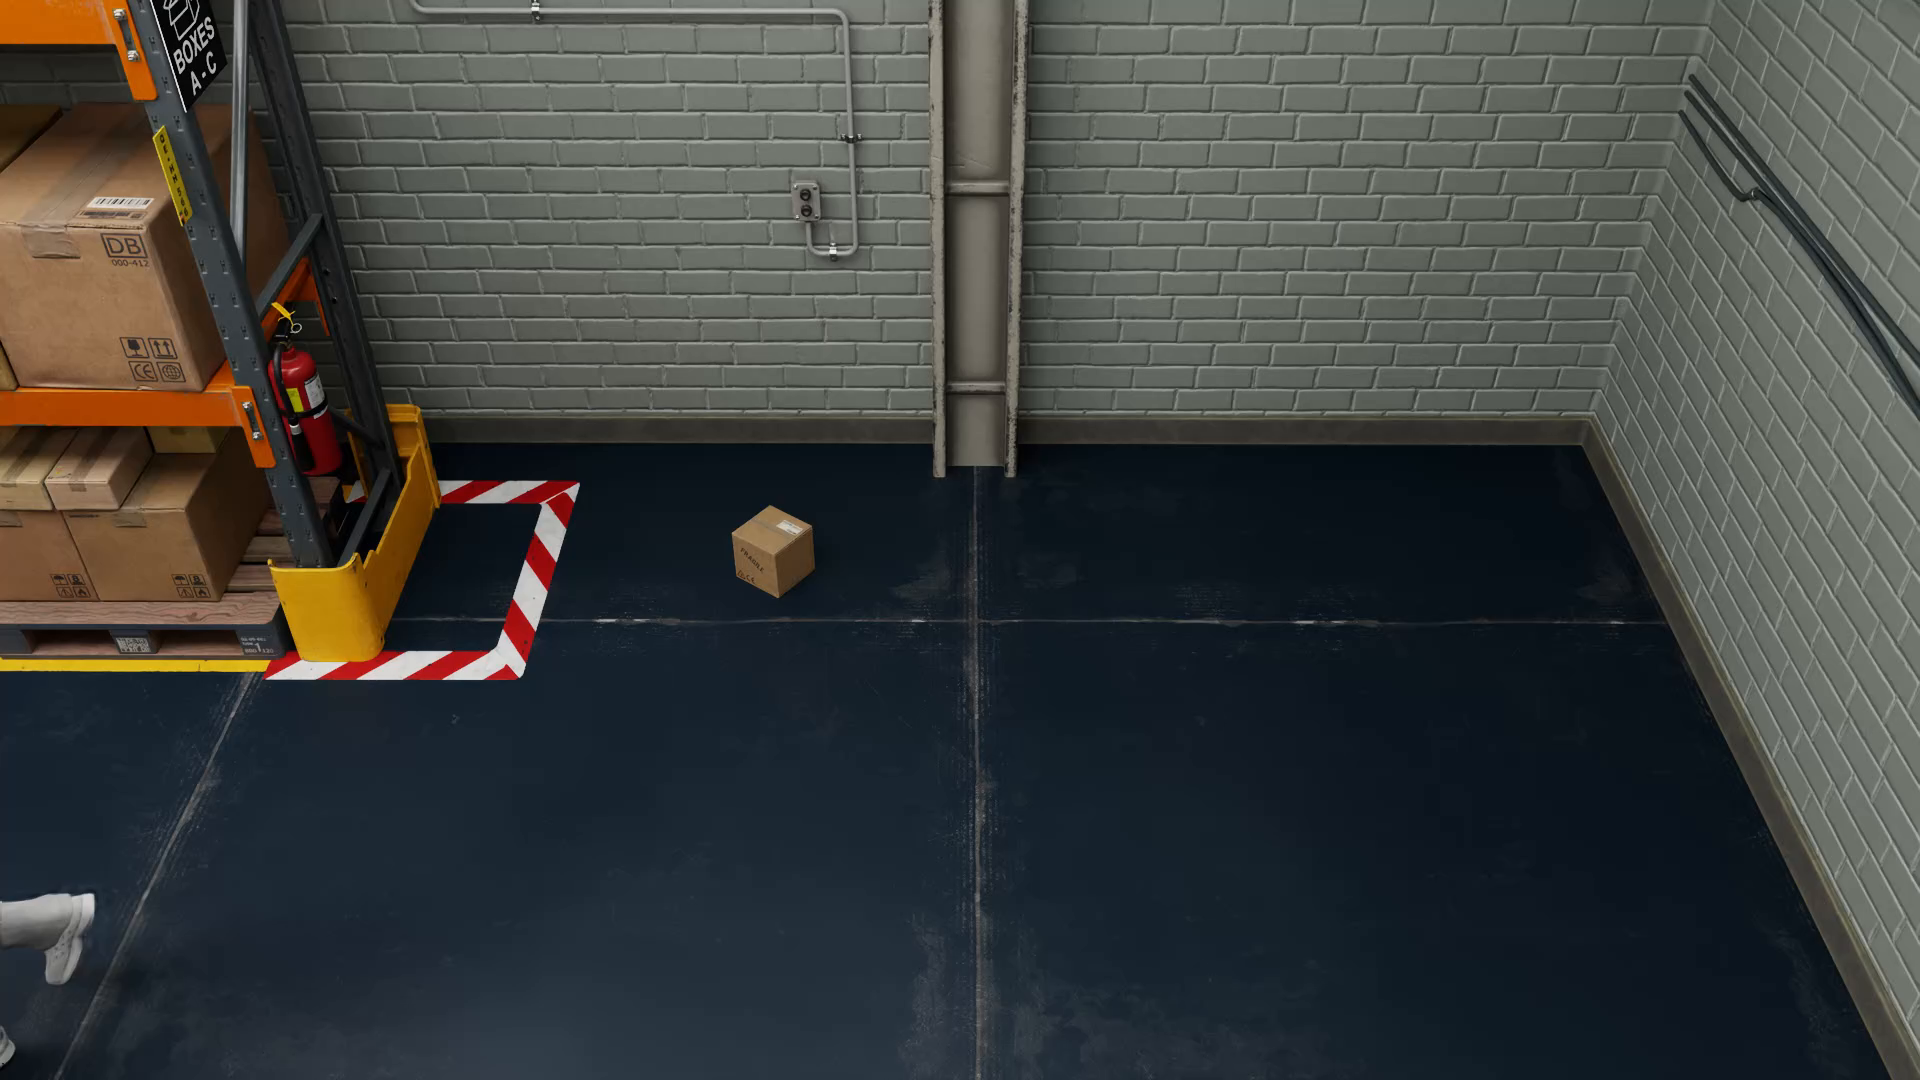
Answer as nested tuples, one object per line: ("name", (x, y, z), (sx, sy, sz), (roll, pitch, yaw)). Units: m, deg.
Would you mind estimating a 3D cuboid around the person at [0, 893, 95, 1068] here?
("person", (-3.128, 0.963, 4.957), (0.773, 1.755, 0.580), (-27, 46, -29))
